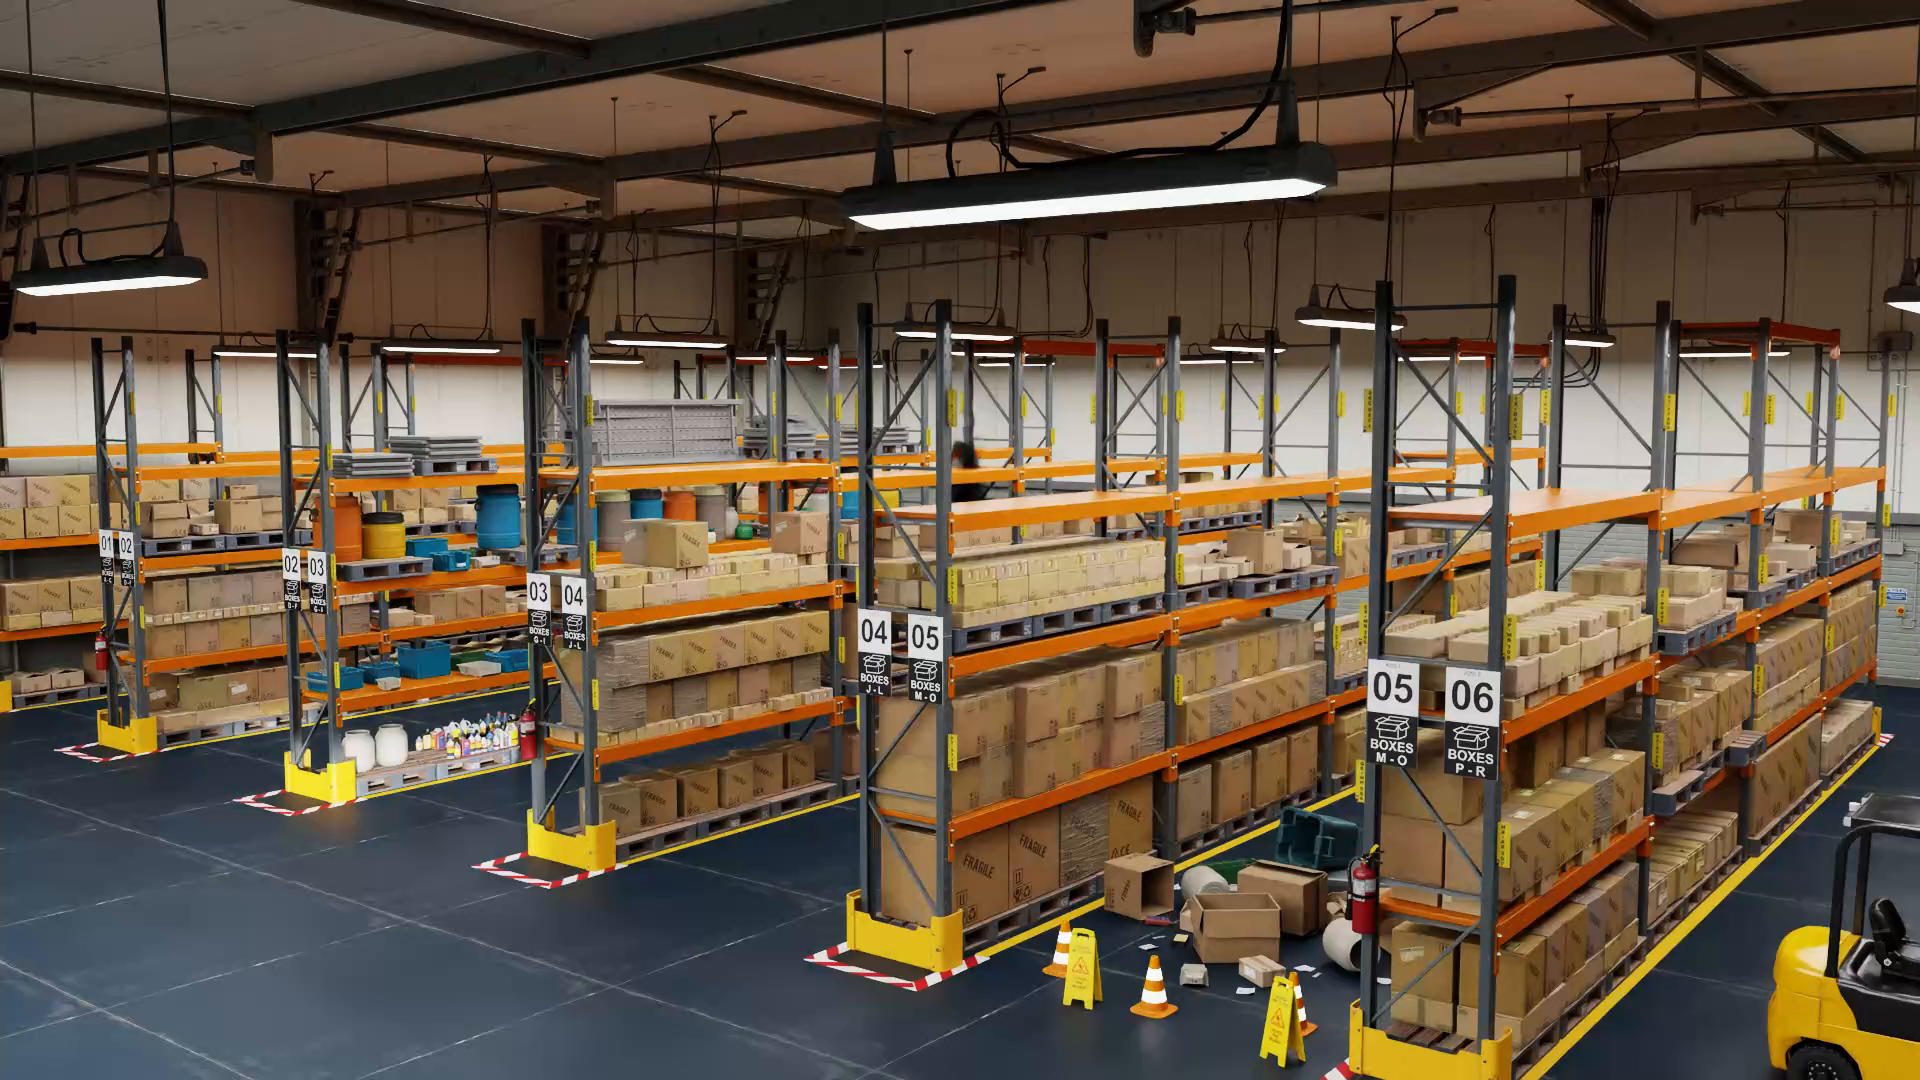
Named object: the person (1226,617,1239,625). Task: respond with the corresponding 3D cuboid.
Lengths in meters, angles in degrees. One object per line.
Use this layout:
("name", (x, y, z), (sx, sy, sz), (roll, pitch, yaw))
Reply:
("person", (3.774, 1.966, 23.449), (0.704, 1.743, 0.599), (3, 6, 32))

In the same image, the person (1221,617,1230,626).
("person", (4.214, 2.044, 26.591), (0.562, 1.623, 0.537), (3, 6, 31))

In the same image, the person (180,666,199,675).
("person", (-12.455, 2.013, 27.008), (0.579, 1.650, 0.859), (3, 6, 31))
